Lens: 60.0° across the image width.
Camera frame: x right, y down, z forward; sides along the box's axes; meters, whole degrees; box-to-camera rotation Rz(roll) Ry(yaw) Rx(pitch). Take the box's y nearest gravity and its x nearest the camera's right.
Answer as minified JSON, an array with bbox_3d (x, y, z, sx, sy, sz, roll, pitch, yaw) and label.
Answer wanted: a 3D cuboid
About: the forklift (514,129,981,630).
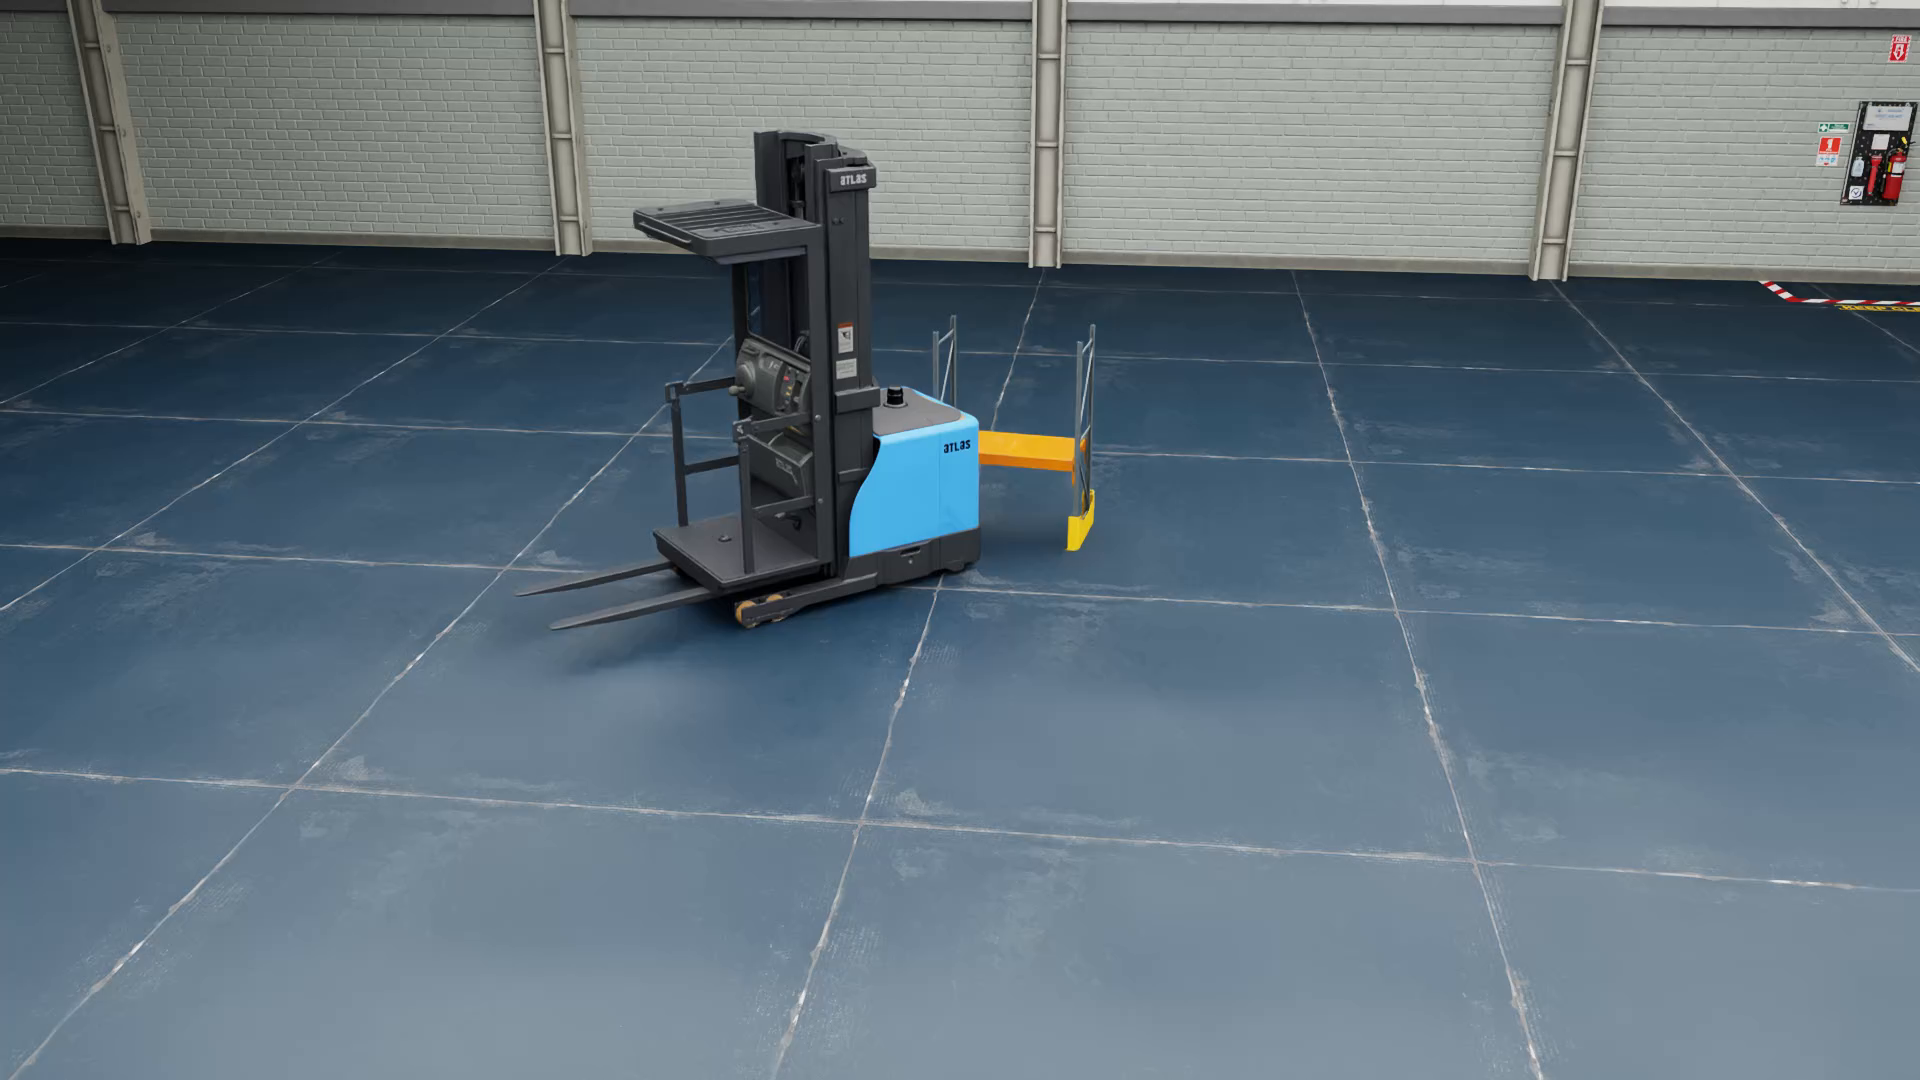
[{"bbox_3d":[-1.372,-1.028,10.553,3.031,2.935,1.130,-14,25,-31],"label":"forklift"}]

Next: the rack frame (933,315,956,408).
[{"bbox_3d":[-0.108,-0.827,11.991,0.032,1.500,0.500,6,22,14],"label":"rack frame"}]

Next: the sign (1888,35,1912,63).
[{"bbox_3d":[10.524,-5.503,18.626,0.199,0.298,0.001,2,22,6],"label":"sign"}]

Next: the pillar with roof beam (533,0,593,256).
[{"bbox_3d":[-5.412,-6.264,15.545,0.400,9.000,9.100,2,22,6],"label":"pillar with roof beam"}]

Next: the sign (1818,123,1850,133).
[{"bbox_3d":[9.986,-4.709,19.002,0.331,0.109,0.001,2,22,6],"label":"sign"}]

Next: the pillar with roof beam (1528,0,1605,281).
[{"bbox_3d":[6.504,-5.745,14.231,0.400,9.000,9.100,2,22,6],"label":"pillar with roof beam"}]

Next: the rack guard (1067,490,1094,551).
[{"bbox_3d":[0.872,-0.148,11.975,0.087,0.250,0.587,6,22,14],"label":"rack guard"}]

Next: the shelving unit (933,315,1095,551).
[{"bbox_3d":[0.391,-0.777,11.865,1.083,1.500,0.587,6,22,14],"label":"shelving unit"}]

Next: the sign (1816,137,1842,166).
[{"bbox_3d":[9.983,-4.466,19.108,0.234,0.329,0.001,2,22,6],"label":"sign"}]

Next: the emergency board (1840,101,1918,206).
[{"bbox_3d":[10.520,-4.388,18.959,0.643,1.169,0.194,2,22,6],"label":"emergency board"}]

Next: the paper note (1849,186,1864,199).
[{"bbox_3d":[10.352,-4.011,19.204,0.142,0.148,0.016,2,22,6],"label":"paper note"}]

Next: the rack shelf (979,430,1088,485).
[{"bbox_3d":[0.383,-0.611,11.934,1.000,0.185,0.538,6,22,14],"label":"rack shelf"}]

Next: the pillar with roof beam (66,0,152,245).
[{"bbox_3d":[-11.370,-6.524,16.201,0.400,9.000,9.100,2,22,6],"label":"pillar with roof beam"}]

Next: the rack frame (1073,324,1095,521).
[{"bbox_3d":[0.874,-0.729,11.745,0.032,1.500,0.500,6,22,14],"label":"rack frame"}]

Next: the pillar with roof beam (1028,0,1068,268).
[{"bbox_3d":[0.546,-6.004,14.888,0.400,9.000,9.100,2,22,6],"label":"pillar with roof beam"}]
